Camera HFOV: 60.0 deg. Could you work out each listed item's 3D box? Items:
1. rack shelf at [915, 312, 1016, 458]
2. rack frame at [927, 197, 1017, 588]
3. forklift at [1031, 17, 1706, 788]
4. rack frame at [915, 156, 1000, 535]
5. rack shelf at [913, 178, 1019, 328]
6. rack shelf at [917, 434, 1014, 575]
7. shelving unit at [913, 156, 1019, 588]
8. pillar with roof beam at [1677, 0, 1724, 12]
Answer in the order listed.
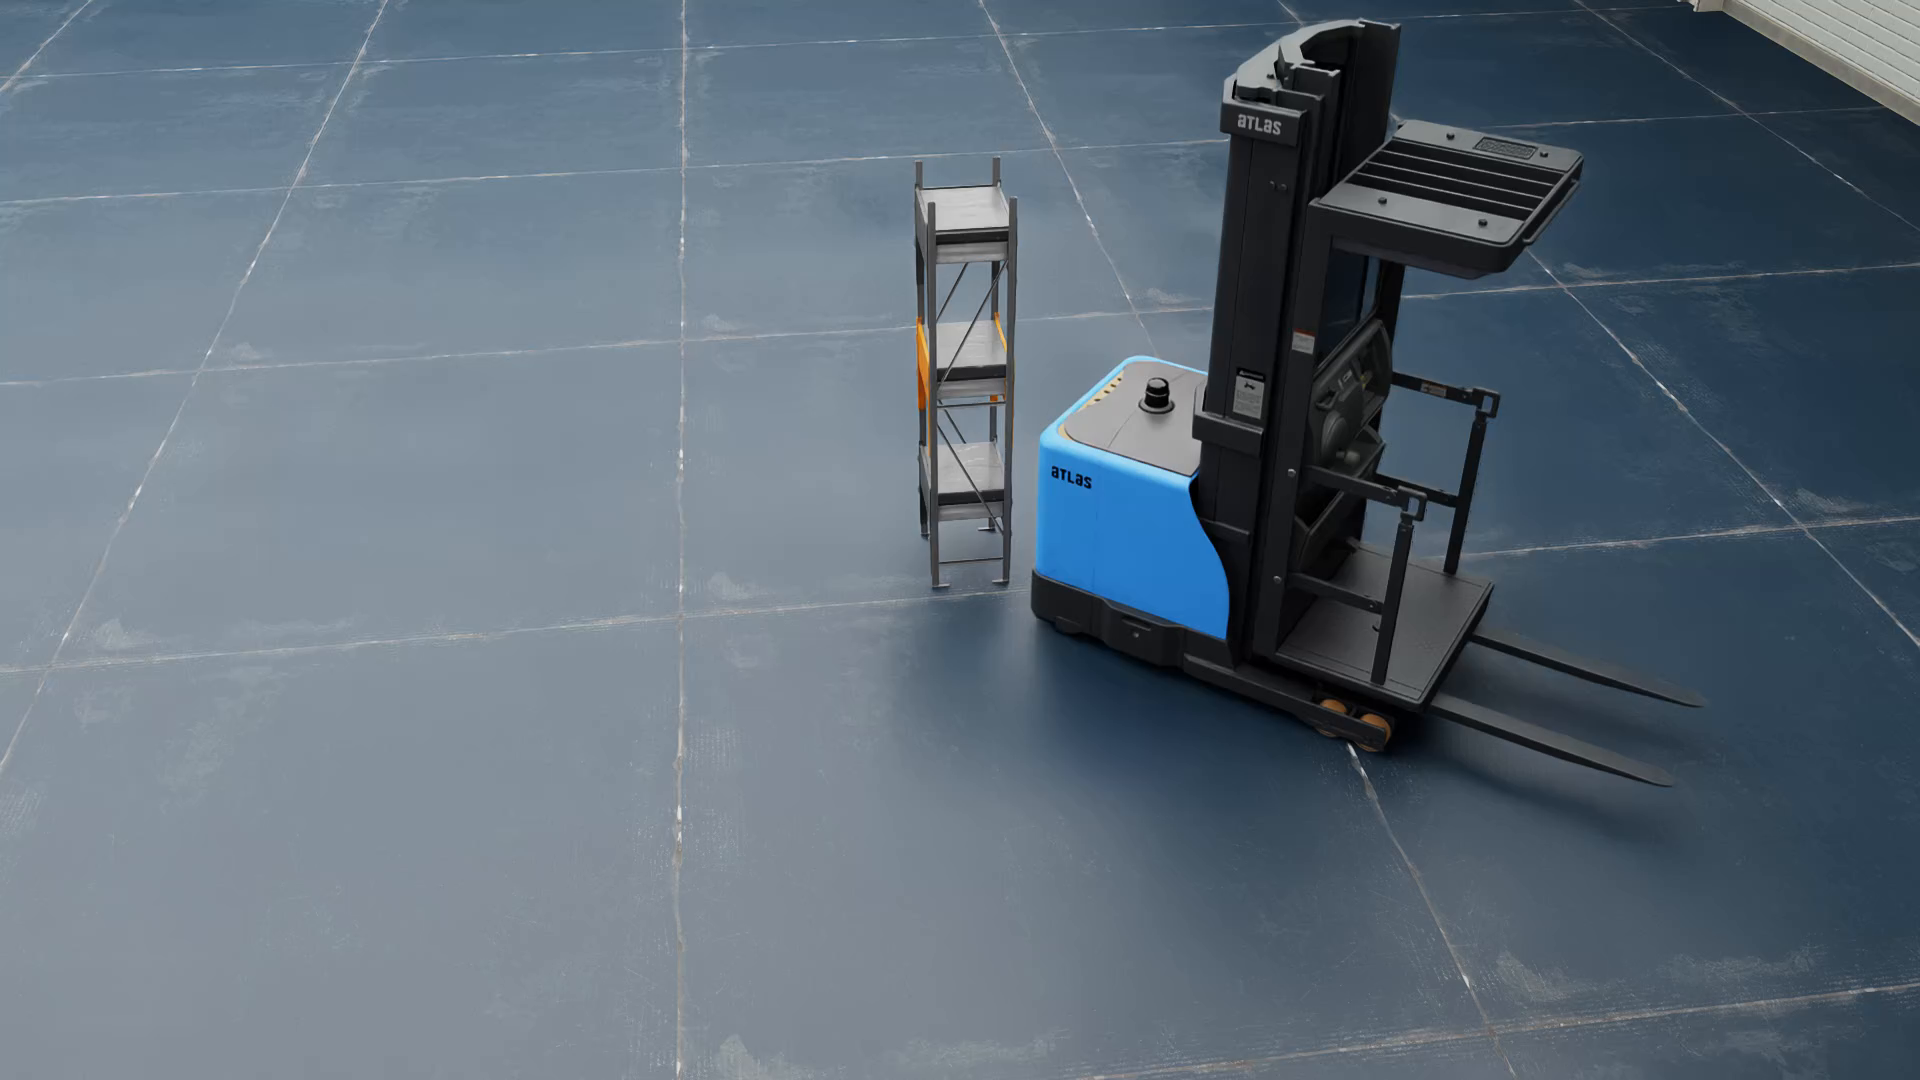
[{"bbox_3d":[0.022,-0.764,8.159,0.431,0.518,0.480,-4,35,-6],"label":"rack shelf"},{"bbox_3d":[0.055,-0.639,7.952,0.400,2.100,0.015,-4,35,-6],"label":"rack frame"},{"bbox_3d":[1.875,-0.603,7.160,3.031,2.935,1.130,19,39,26],"label":"forklift"},{"bbox_3d":[-0.011,-0.911,8.352,0.400,2.100,0.015,-4,35,-6],"label":"rack frame"},{"bbox_3d":[0.022,-1.342,7.765,0.431,0.518,0.480,-4,35,-6],"label":"rack shelf"},{"bbox_3d":[0.022,-0.186,8.554,0.431,0.518,0.480,-4,35,-6],"label":"rack shelf"},{"bbox_3d":[0.022,-0.775,8.152,0.431,2.100,0.503,-4,35,-6],"label":"shelving unit"},{"bbox_3d":[3.221,-8.799,13.799,9.100,9.000,0.400,-4,35,-6],"label":"pillar with roof beam"}]
